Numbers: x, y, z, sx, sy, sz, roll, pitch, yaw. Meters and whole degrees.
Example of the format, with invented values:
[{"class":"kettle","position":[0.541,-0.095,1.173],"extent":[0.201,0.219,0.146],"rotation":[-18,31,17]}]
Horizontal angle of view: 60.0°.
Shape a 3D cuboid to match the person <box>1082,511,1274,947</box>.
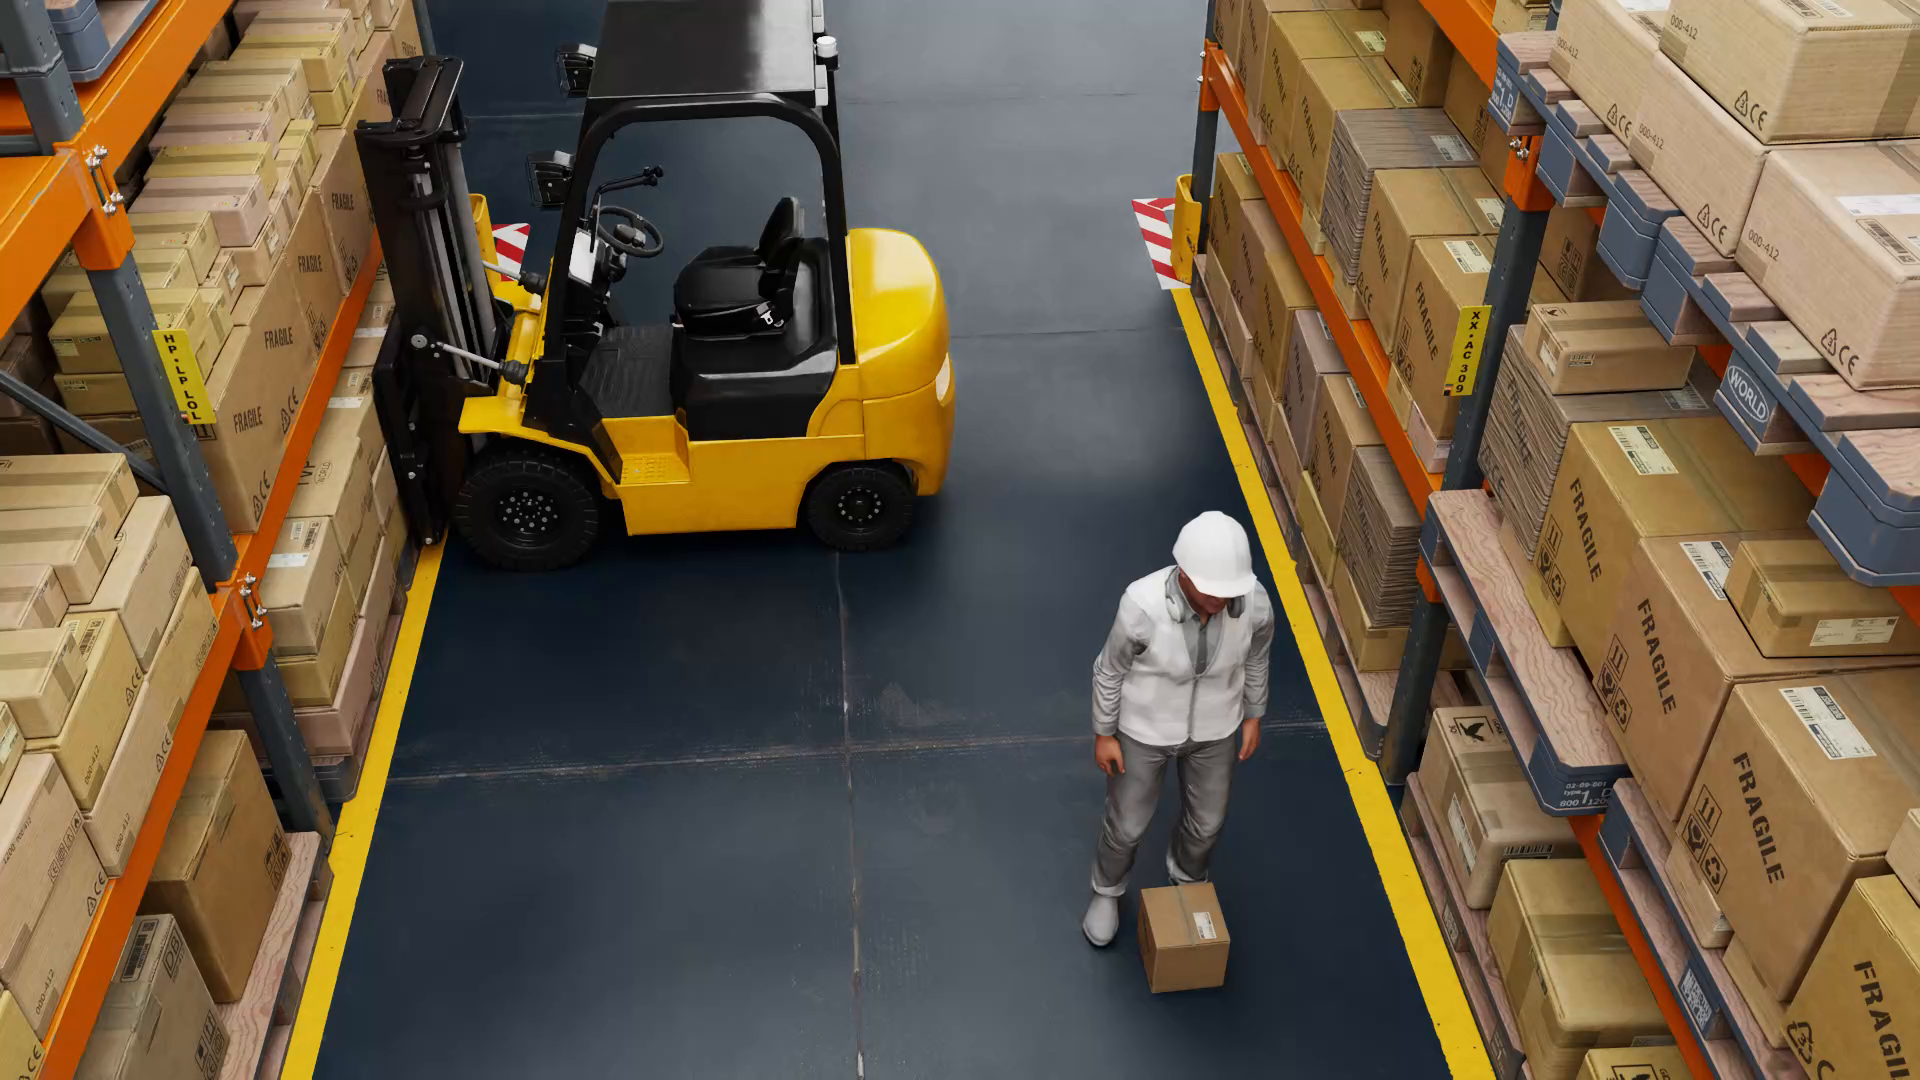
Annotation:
[{"class":"person","position":[0.707,0.599,5.390],"extent":[0.588,1.770,0.463],"rotation":[-6,39,-7]}]
